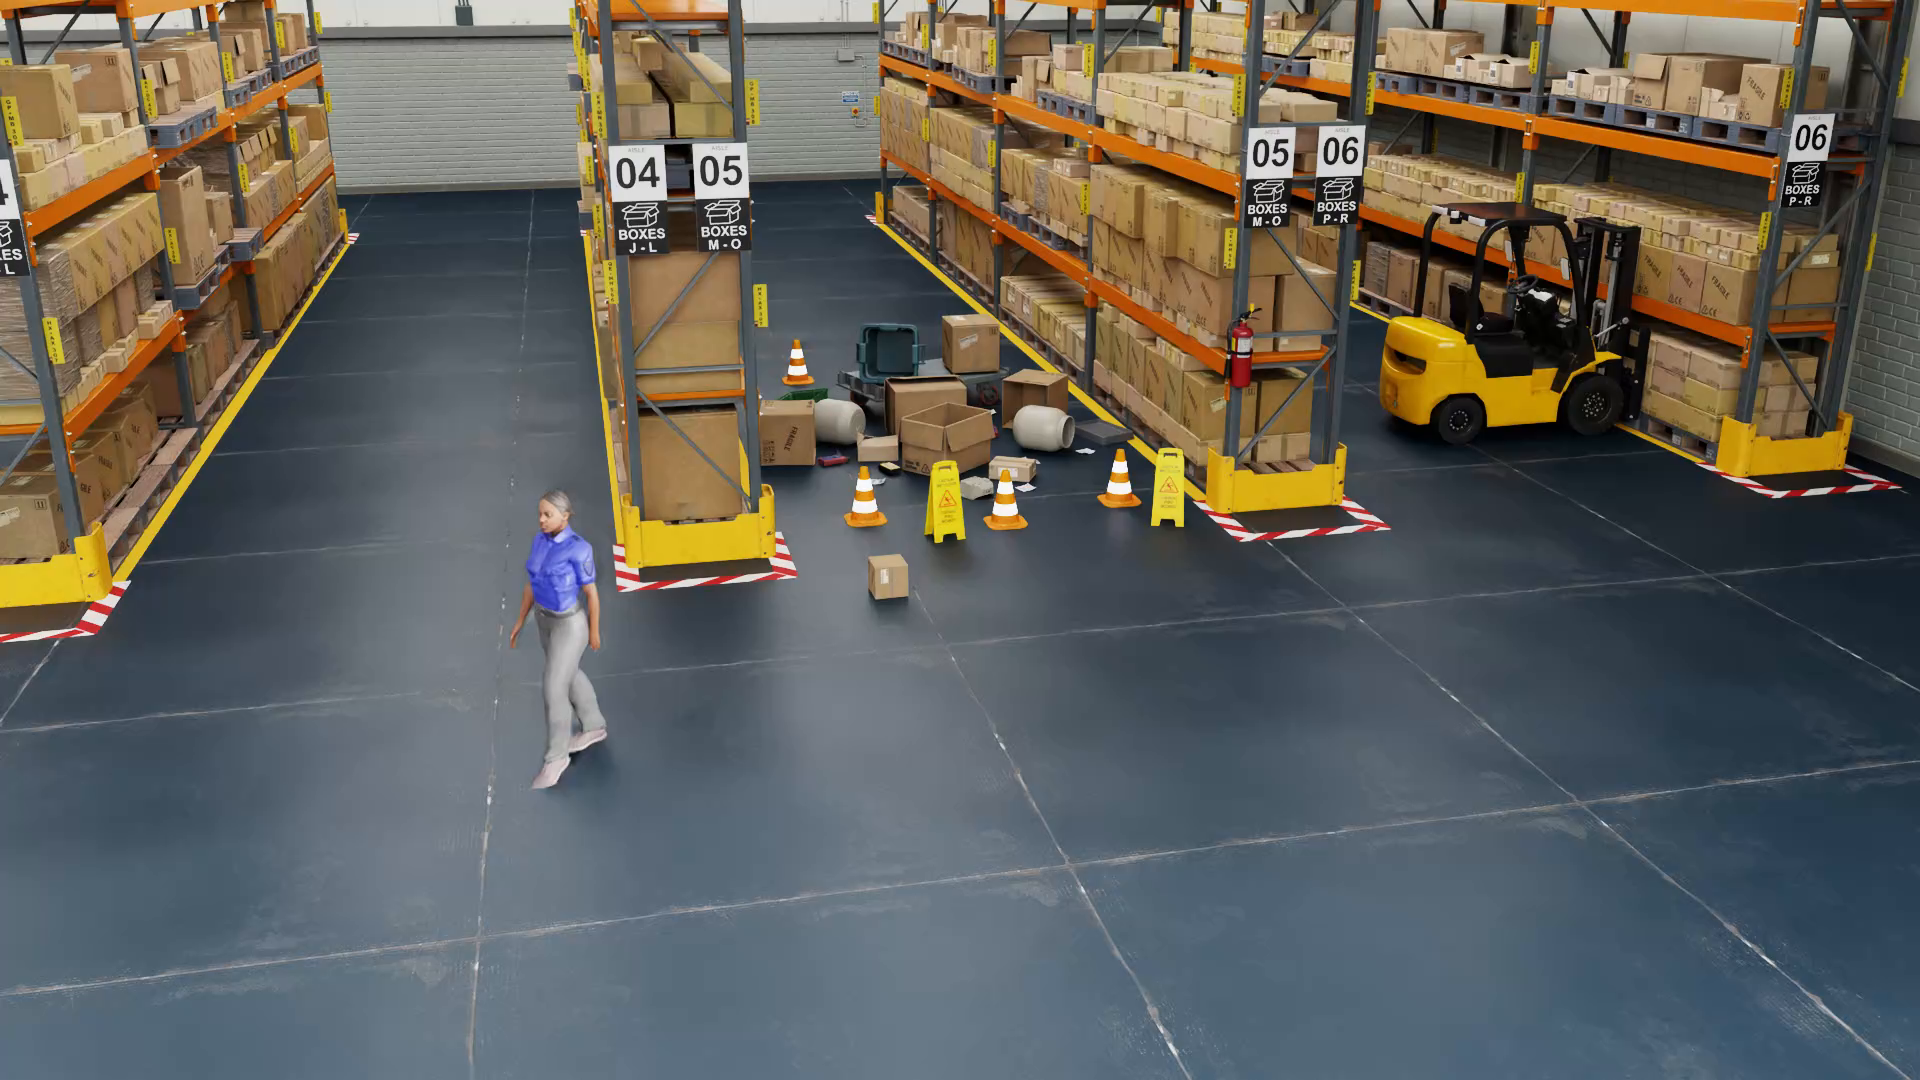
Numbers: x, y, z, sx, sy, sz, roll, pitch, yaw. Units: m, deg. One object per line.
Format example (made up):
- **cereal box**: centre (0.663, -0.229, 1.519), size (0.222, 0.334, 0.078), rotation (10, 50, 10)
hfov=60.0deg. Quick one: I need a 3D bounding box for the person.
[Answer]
- **person**: centre (-2.350, 0.646, 9.629), size (0.437, 1.499, 0.655), rotation (16, 25, 38)
